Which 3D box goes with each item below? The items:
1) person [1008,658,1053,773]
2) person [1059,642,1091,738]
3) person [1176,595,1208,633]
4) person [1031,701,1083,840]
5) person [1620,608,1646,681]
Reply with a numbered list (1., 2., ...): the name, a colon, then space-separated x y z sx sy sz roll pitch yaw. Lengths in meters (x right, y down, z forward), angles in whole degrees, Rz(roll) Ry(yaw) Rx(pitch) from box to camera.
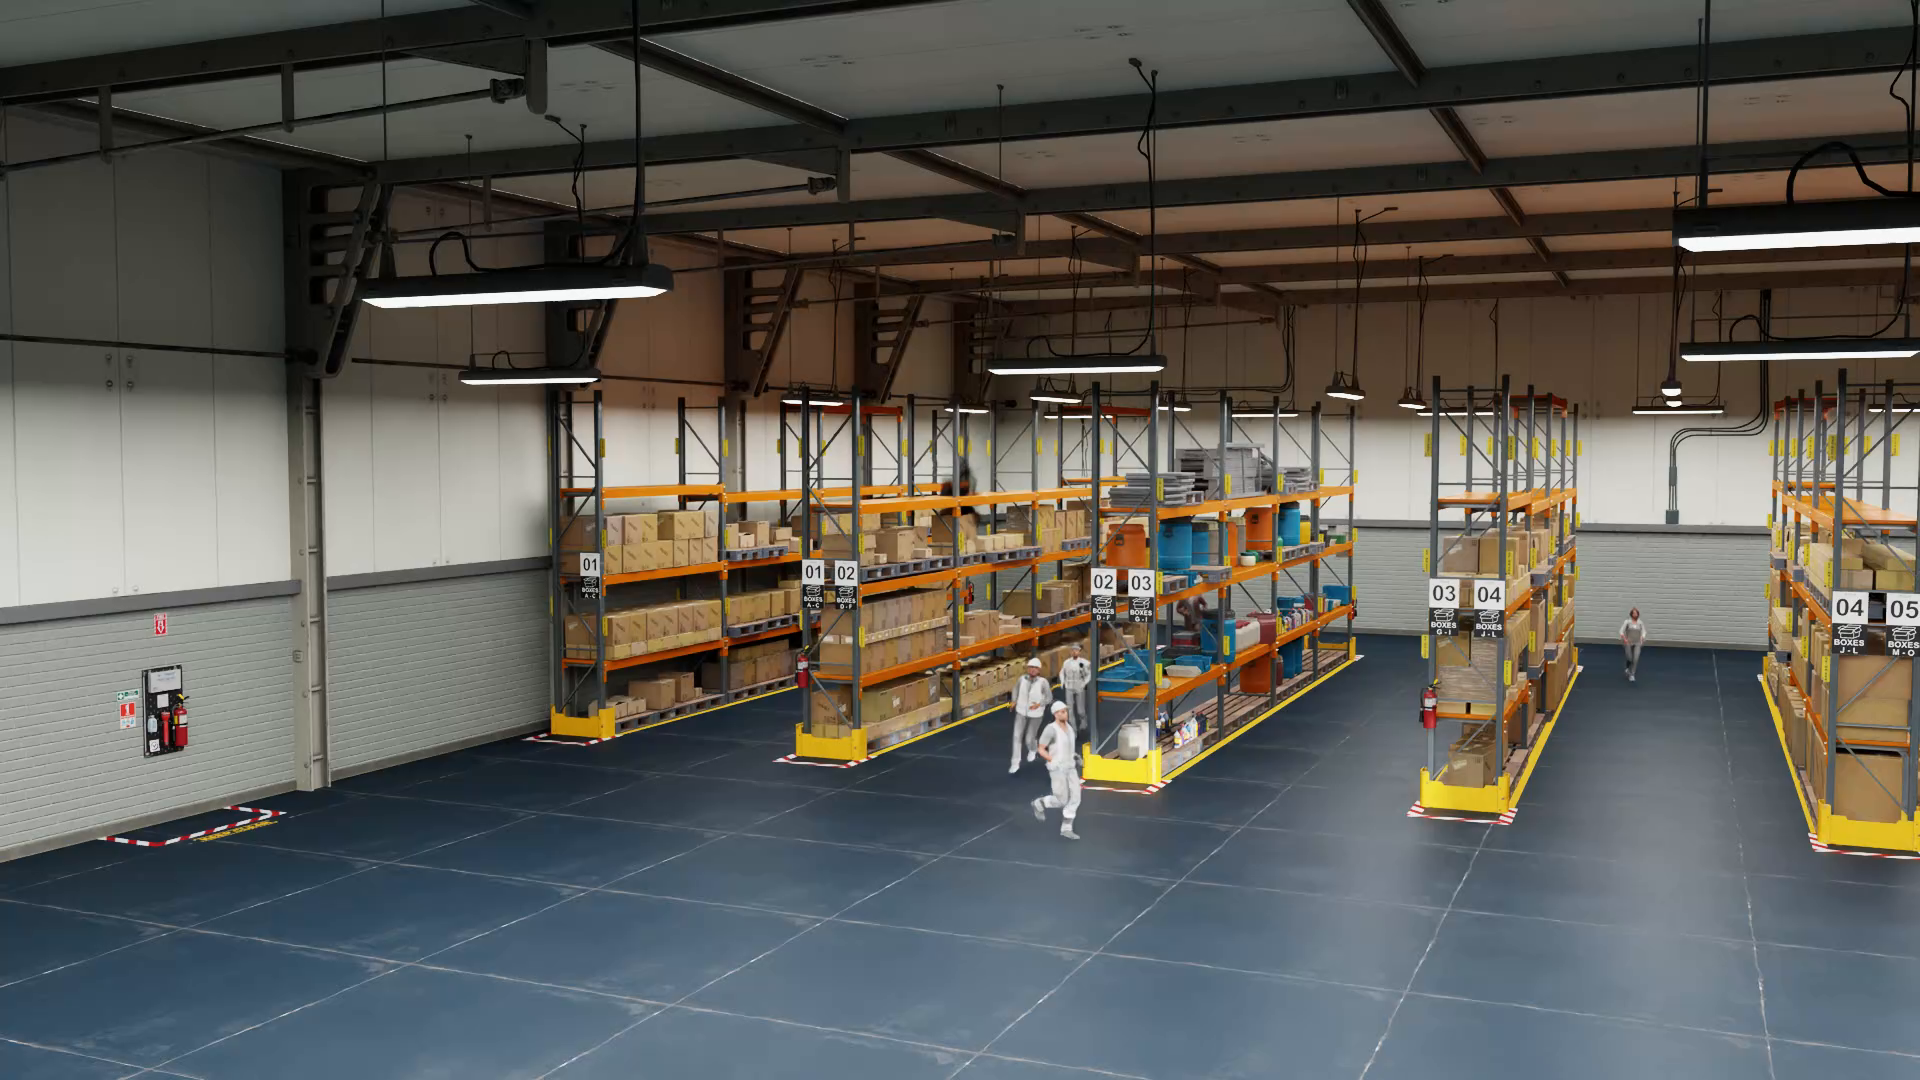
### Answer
1. person: 1.113 2.713 25.903 0.697 1.757 0.862 1 3 18
2. person: 2.007 2.582 28.846 0.615 1.647 0.589 1 3 16
3. person: 5.535 1.951 39.697 0.749 1.745 0.946 1 3 12
4. person: 1.274 2.950 21.462 0.744 1.759 0.655 3 4 45
5. person: 14.457 2.238 35.725 0.531 1.544 0.523 1 3 11
